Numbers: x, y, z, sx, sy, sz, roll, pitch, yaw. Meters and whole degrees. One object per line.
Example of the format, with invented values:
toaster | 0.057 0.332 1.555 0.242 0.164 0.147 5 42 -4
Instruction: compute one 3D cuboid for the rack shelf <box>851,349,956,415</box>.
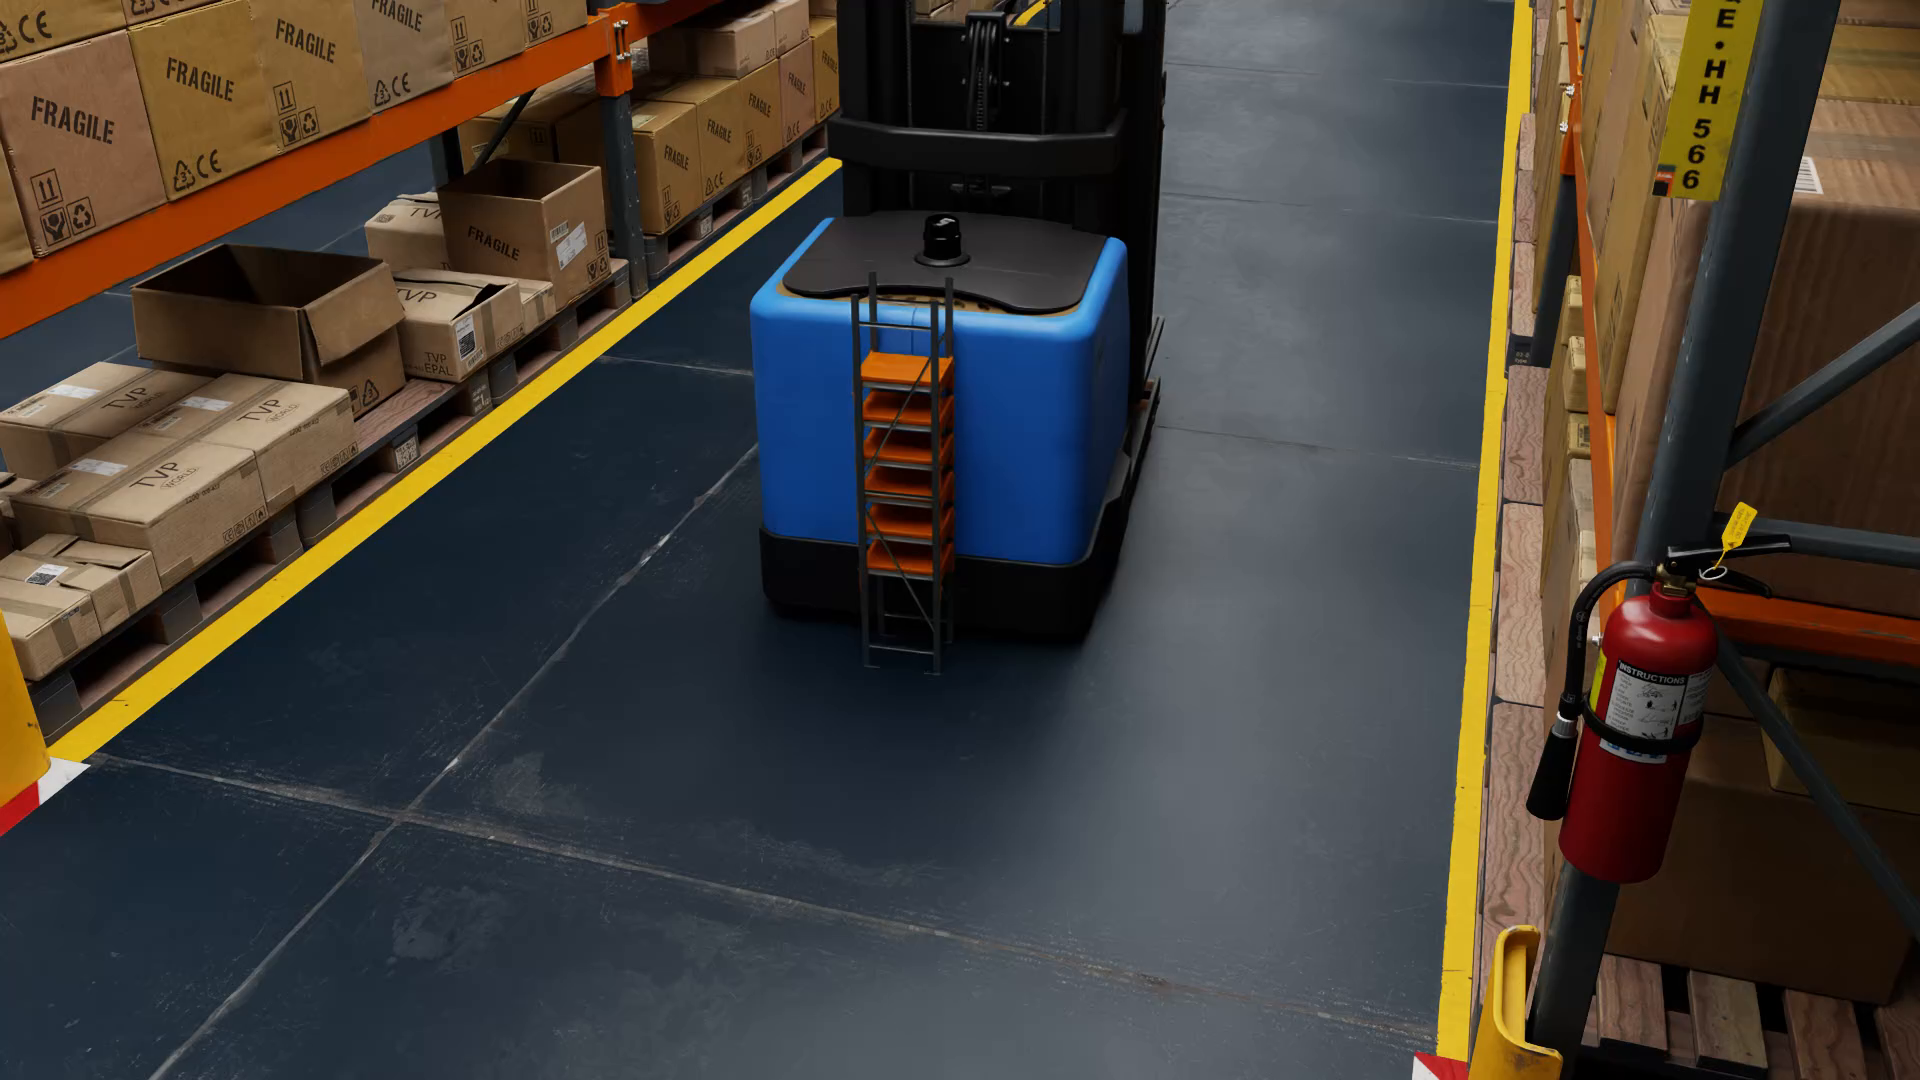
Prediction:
rack shelf | -0.156 -0.444 4.665 0.258 0.103 0.180 6 30 11

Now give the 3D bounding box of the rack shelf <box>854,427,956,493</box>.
rack shelf | -0.156 -0.235 4.782 0.258 0.103 0.180 6 30 11

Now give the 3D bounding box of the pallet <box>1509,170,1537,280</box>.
pallet | 3.284 -1.536 8.294 1.003 0.211 1.213 8 30 15

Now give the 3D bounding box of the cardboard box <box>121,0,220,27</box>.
cardboard box | -2.458 -1.788 4.747 0.500 0.500 0.500 9 30 16

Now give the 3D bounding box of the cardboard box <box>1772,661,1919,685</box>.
cardboard box | 2.011 0.179 3.814 0.380 0.149 0.250 9 30 15

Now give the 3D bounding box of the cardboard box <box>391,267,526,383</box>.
cardboard box | -2.080 -0.885 6.569 0.500 0.311 0.500 8 30 15

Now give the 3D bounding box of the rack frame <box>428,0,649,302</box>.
rack frame | -1.964 -2.522 7.198 1.000 3.000 0.127 8 30 15

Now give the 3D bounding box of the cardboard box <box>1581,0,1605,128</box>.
cardboard box | 2.598 -1.698 5.408 0.980 0.700 0.700 9 30 16

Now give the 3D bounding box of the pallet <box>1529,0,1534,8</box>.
pallet | 5.284 -4.633 13.861 1.003 0.211 1.213 8 30 15

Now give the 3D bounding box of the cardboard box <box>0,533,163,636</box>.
cardboard box | -2.613 0.121 4.908 0.380 0.166 0.250 8 30 15

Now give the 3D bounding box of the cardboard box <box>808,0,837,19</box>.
cardboard box | -0.852 -3.313 9.968 0.500 0.250 0.500 10 31 17

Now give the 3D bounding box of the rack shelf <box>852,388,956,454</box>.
rack shelf | -0.156 -0.339 4.724 0.258 0.103 0.180 6 30 11

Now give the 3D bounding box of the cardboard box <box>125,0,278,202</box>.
cardboard box | -2.459 -1.349 4.986 0.500 0.500 0.500 8 30 15

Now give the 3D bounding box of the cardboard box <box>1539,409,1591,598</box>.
cardboard box | 2.152 -0.104 4.990 0.700 0.500 0.500 9 30 16

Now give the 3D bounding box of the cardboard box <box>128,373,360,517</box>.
cardboard box | -2.414 -0.330 5.634 0.500 0.250 0.500 8 30 15

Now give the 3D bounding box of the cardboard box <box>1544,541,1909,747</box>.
cardboard box | 1.855 0.379 4.123 0.700 0.500 0.500 8 30 15

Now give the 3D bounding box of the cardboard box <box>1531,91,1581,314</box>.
cardboard box | 2.839 -1.381 6.927 0.750 0.750 0.750 9 30 15

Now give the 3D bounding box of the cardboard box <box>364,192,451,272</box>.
cardboard box | -2.294 -1.375 7.449 0.500 0.311 0.500 8 30 15

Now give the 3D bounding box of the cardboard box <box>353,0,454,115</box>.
cardboard box | -2.164 -1.818 5.829 0.500 0.500 0.500 9 30 16

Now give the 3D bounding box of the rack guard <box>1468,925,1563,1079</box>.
rack guard | 1.592 1.146 3.176 1.175 0.500 0.348 8 30 15

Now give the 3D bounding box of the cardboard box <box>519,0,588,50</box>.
cardboard box | -1.865 -2.297 6.690 0.500 0.500 0.500 9 30 16

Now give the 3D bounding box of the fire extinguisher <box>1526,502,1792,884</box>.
fire extinguisher | 1.113 0.243 2.690 0.296 0.674 0.183 8 30 15

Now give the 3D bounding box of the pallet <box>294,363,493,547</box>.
pallet | -2.523 -0.415 6.280 1.003 0.211 1.213 8 30 15

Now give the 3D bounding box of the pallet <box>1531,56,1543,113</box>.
pallet | 4.178 -2.820 10.602 1.003 0.211 1.213 8 30 15

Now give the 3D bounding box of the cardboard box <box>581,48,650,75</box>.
cardboard box | -1.792 -2.353 9.014 0.500 0.500 0.500 9 30 15

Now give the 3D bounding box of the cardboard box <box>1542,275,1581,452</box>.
cardboard box | 2.455 -0.575 5.837 0.700 0.500 0.500 9 30 16

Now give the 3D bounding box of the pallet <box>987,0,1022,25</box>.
pallet | -0.151 -4.104 12.911 1.003 0.211 1.213 8 30 15

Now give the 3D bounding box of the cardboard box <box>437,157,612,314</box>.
cardboard box | -1.860 -1.316 7.150 0.500 0.500 0.500 8 30 15

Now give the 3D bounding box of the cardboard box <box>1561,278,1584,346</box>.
cardboard box | 2.180 -0.725 5.440 0.380 0.149 0.250 10 30 17

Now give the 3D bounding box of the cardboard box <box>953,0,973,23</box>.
cardboard box | -0.208 -3.798 11.888 0.500 0.250 0.500 8 30 13

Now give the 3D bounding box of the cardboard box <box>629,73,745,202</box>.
cardboard box | -1.443 -2.061 8.488 0.500 0.500 0.500 9 30 16

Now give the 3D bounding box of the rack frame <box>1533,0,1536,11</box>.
rack frame | 5.121 -5.534 12.613 1.000 3.000 0.127 8 30 15

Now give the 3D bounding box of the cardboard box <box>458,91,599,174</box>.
cardboard box | -2.093 -1.892 8.184 0.500 0.500 0.500 8 30 15

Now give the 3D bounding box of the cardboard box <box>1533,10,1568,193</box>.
cardboard box | 3.342 -2.190 8.381 0.750 0.750 0.750 8 30 15

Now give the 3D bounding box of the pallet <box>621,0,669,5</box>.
pallet | -1.625 -2.794 7.884 1.003 0.211 1.213 8 30 15

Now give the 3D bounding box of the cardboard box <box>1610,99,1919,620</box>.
cardboard box | 1.739 -0.327 2.944 0.980 0.700 0.700 10 31 17

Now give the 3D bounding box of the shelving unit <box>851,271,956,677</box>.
shelving unit | -0.156 -0.169 4.819 0.258 1.200 0.189 6 30 11

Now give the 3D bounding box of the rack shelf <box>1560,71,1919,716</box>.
rack shelf | 2.186 -0.573 4.434 1.077 0.370 4.000 8 30 15

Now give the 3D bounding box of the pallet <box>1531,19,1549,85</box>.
pallet | 4.538 -3.385 11.618 1.003 0.211 1.213 8 30 15

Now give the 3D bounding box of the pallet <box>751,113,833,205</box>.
pallet | -1.405 -2.255 9.587 1.003 0.211 1.213 8 30 15

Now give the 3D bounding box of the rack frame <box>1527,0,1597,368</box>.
rack frame | 2.773 -1.817 5.930 1.000 3.000 0.127 8 30 15

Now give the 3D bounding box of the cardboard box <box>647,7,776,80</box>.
cardboard box | -1.295 -2.604 8.693 0.500 0.250 0.500 9 30 15

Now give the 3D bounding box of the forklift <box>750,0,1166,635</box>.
forklift | 0.183 -1.691 5.775 1.130 2.935 3.031 6 30 11

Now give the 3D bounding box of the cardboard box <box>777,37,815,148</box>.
cardboard box | -1.140 -2.527 9.326 0.500 0.500 0.500 7 30 13

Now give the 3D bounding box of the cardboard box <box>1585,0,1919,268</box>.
cardboard box | 2.174 -1.020 4.189 0.980 0.700 0.700 7 30 12

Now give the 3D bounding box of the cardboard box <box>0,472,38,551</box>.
cardboard box | -3.009 -0.080 5.270 0.380 0.166 0.250 8 30 15

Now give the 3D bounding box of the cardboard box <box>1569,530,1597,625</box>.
cardboard box | 1.646 0.123 3.915 0.380 0.149 0.250 9 30 16

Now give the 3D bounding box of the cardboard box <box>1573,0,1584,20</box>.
cardboard box | 2.793 -2.279 6.999 0.380 0.149 0.250 9 30 15

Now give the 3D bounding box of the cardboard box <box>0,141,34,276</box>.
cardboard box | -2.756 -0.875 4.135 0.500 0.500 0.500 9 30 16

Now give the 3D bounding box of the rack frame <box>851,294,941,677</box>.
rack frame | -0.176 -0.125 4.741 0.240 1.200 0.006 6 30 11

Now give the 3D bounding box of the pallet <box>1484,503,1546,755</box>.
pallet | 2.119 0.313 4.970 1.003 0.211 1.213 8 30 15

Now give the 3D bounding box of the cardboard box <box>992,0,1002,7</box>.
cardboard box | 0.089 -4.278 12.752 0.500 0.250 0.500 9 30 16

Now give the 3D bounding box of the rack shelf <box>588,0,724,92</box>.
rack shelf | -1.377 -3.137 9.043 1.077 0.370 4.000 8 30 15
